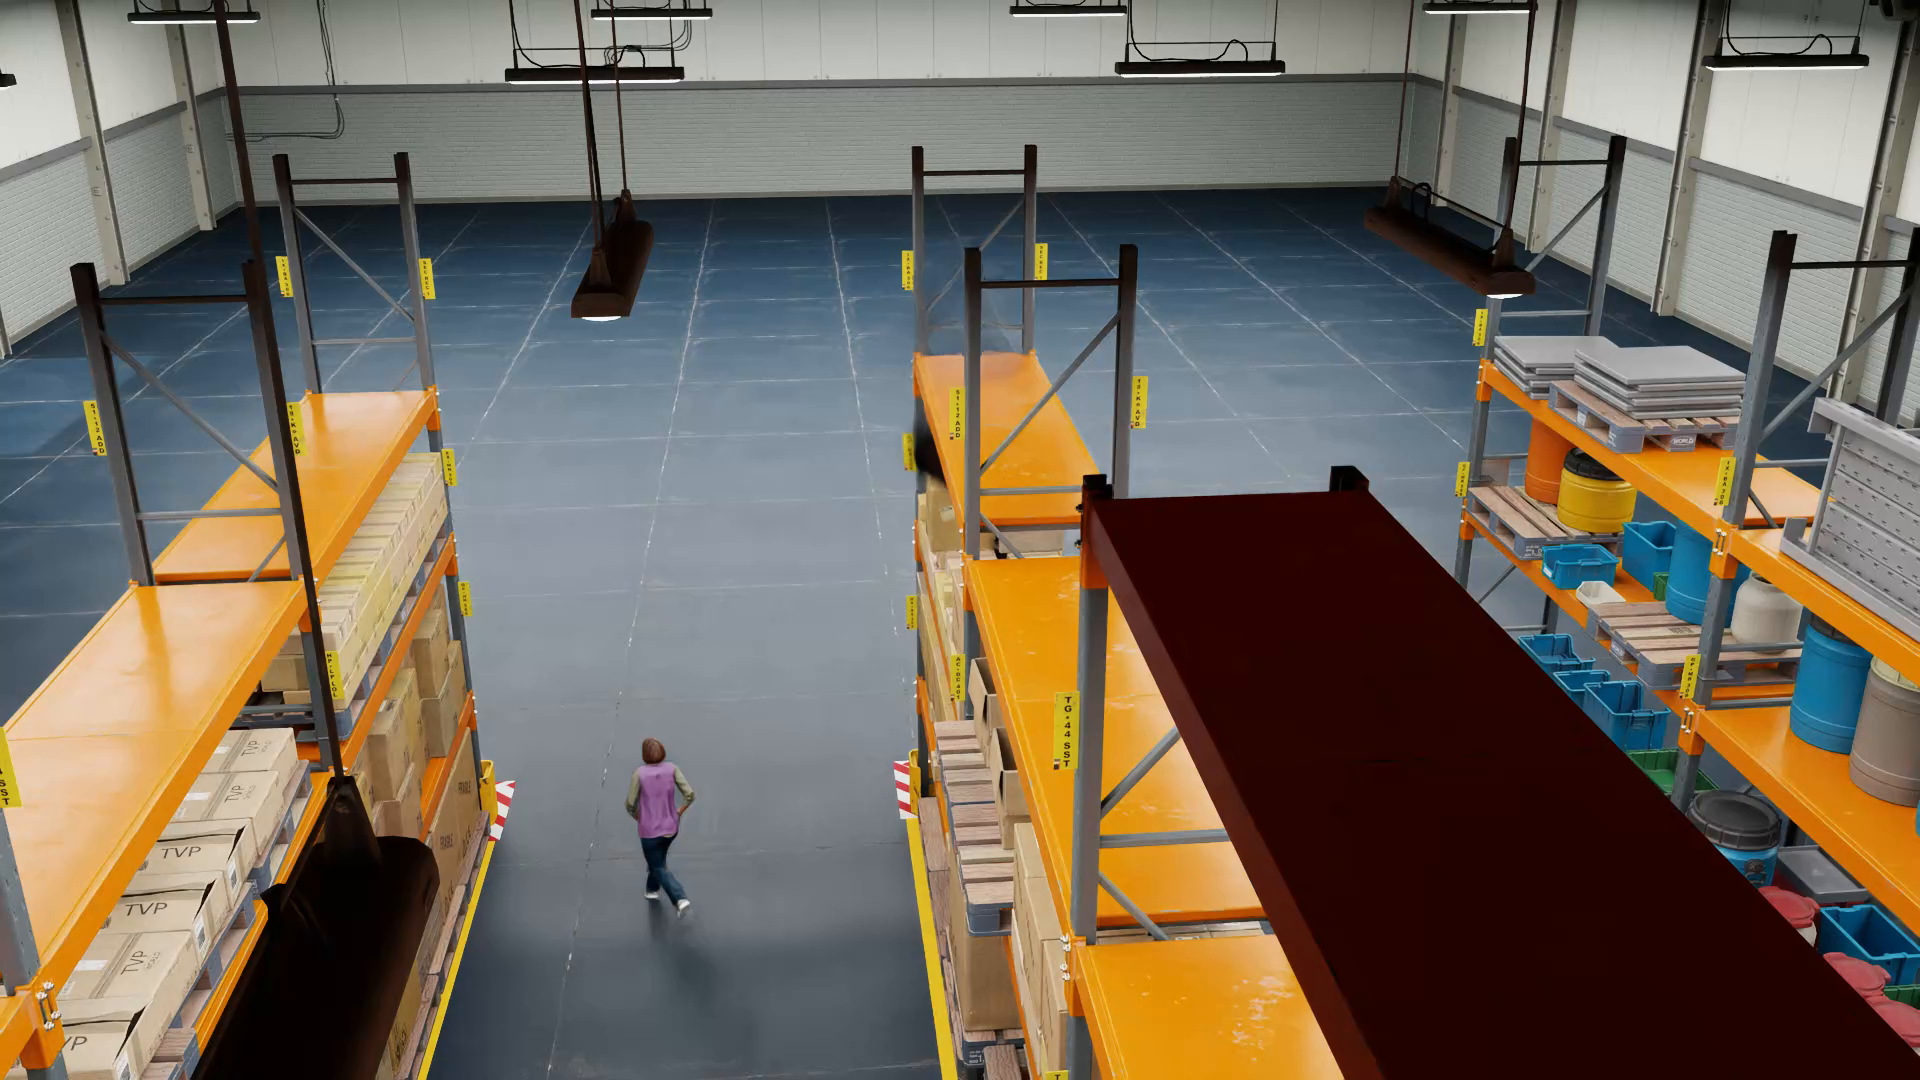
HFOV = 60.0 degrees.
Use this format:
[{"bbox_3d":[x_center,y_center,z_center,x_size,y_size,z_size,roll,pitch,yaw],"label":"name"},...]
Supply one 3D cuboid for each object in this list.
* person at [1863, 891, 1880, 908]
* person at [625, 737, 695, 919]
[{"bbox_3d":[6.805,2.710,12.640,0.582,1.723,0.885,0,22,1],"label":"person"},{"bbox_3d":[-2.400,2.401,13.492,0.536,1.587,0.942,-12,25,-29],"label":"person"}]
